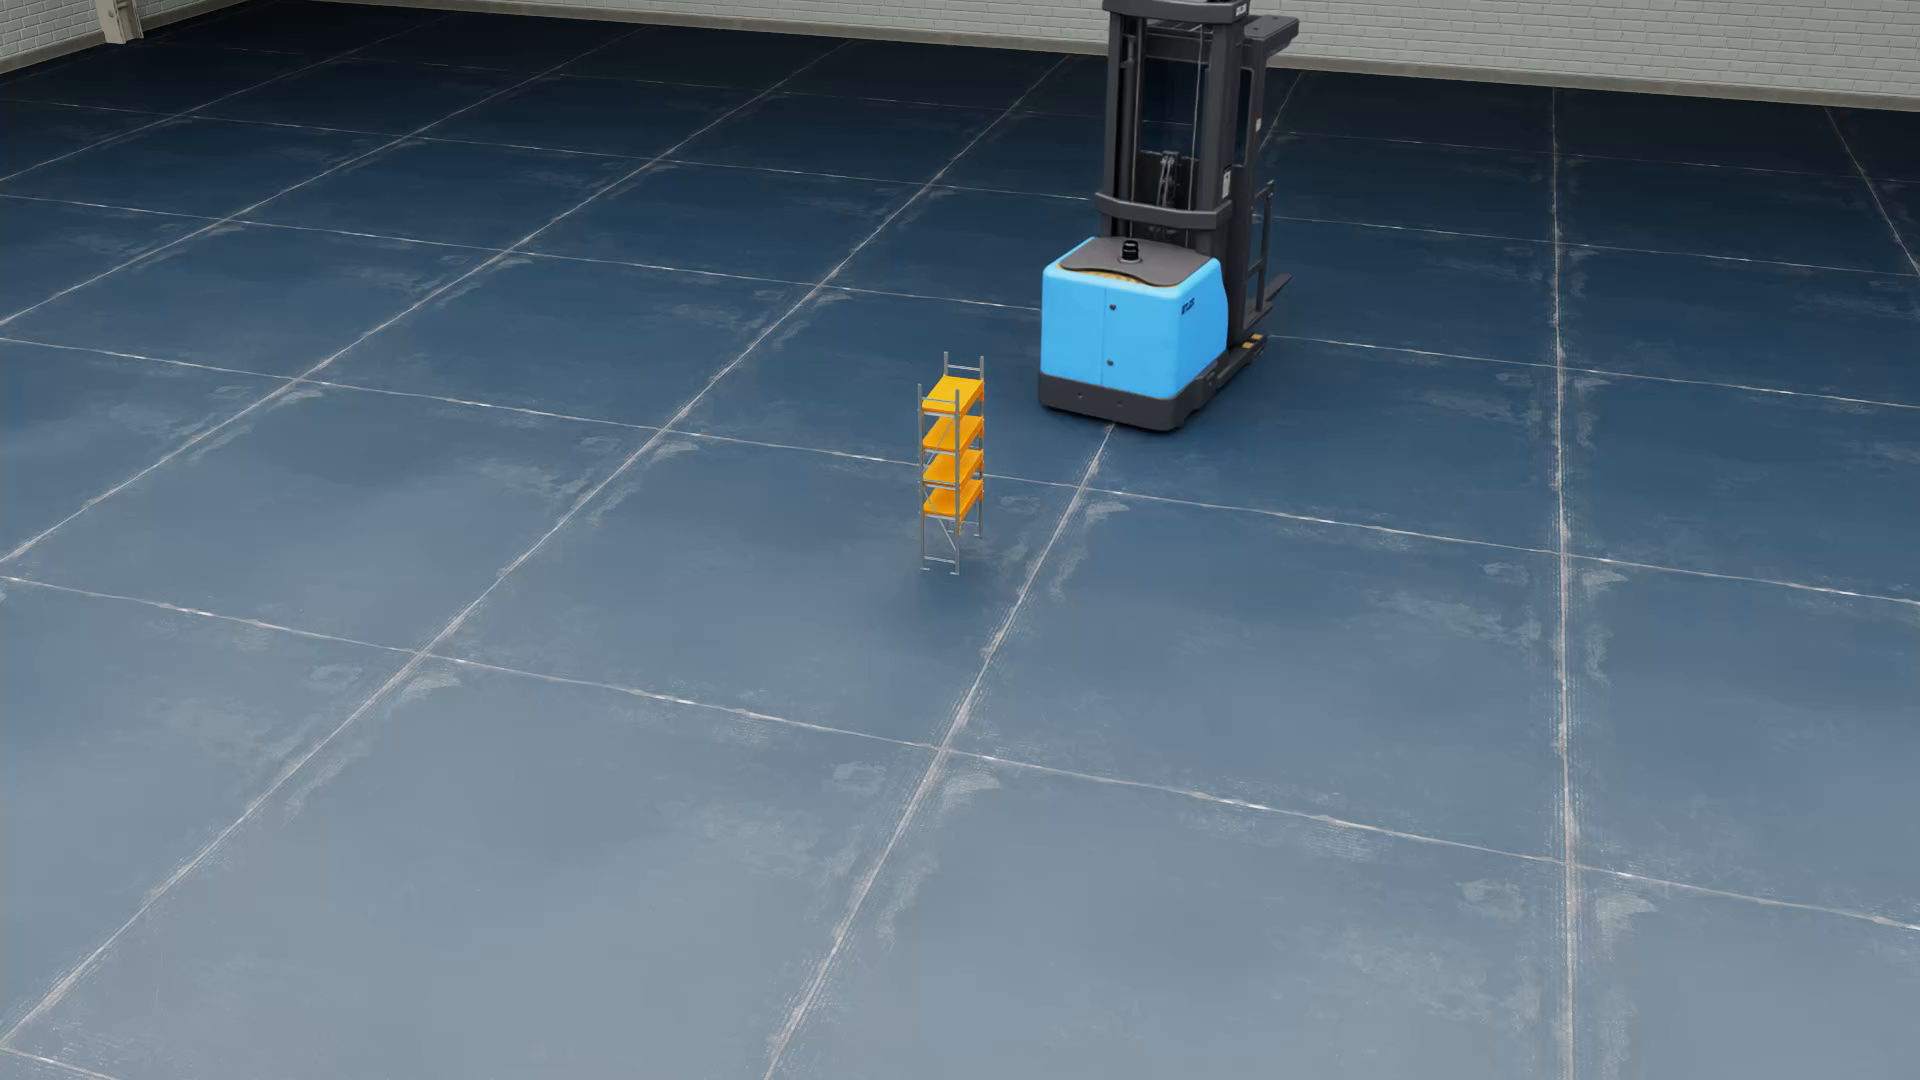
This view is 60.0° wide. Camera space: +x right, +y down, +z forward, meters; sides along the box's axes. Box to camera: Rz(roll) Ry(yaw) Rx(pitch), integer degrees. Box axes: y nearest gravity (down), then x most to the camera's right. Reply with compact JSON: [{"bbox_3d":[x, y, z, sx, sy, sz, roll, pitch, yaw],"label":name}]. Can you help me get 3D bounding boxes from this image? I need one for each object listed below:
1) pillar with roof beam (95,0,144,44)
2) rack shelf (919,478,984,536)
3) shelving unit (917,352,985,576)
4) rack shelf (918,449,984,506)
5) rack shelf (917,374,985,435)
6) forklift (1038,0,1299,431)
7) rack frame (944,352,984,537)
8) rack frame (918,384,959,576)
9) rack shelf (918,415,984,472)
[{"bbox_3d":[-7.097,-10.029,19.022,9.100,9.000,0.400,8,30,15],"label":"pillar with roof beam"},{"bbox_3d":[-0.049,-0.215,9.949,0.258,0.148,0.480,8,30,15],"label":"rack shelf"},{"bbox_3d":[-0.049,-0.447,9.820,0.258,1.200,0.503,8,30,15],"label":"shelving unit"},{"bbox_3d":[-0.049,-0.389,9.853,0.258,0.148,0.480,8,30,15],"label":"rack shelf"},{"bbox_3d":[-0.049,-0.791,9.629,0.258,0.148,0.480,8,30,15],"label":"rack shelf"},{"bbox_3d":[1.712,-2.717,12.118,1.130,2.935,3.031,15,32,25],"label":"forklift"},{"bbox_3d":[0.023,-0.561,10.024,0.240,1.200,0.015,8,30,15],"label":"rack frame"},{"bbox_3d":[-0.120,-0.334,9.616,0.240,1.200,0.015,8,30,15],"label":"rack frame"},{"bbox_3d":[-0.049,-0.584,9.744,0.258,0.148,0.480,8,30,15],"label":"rack shelf"}]
